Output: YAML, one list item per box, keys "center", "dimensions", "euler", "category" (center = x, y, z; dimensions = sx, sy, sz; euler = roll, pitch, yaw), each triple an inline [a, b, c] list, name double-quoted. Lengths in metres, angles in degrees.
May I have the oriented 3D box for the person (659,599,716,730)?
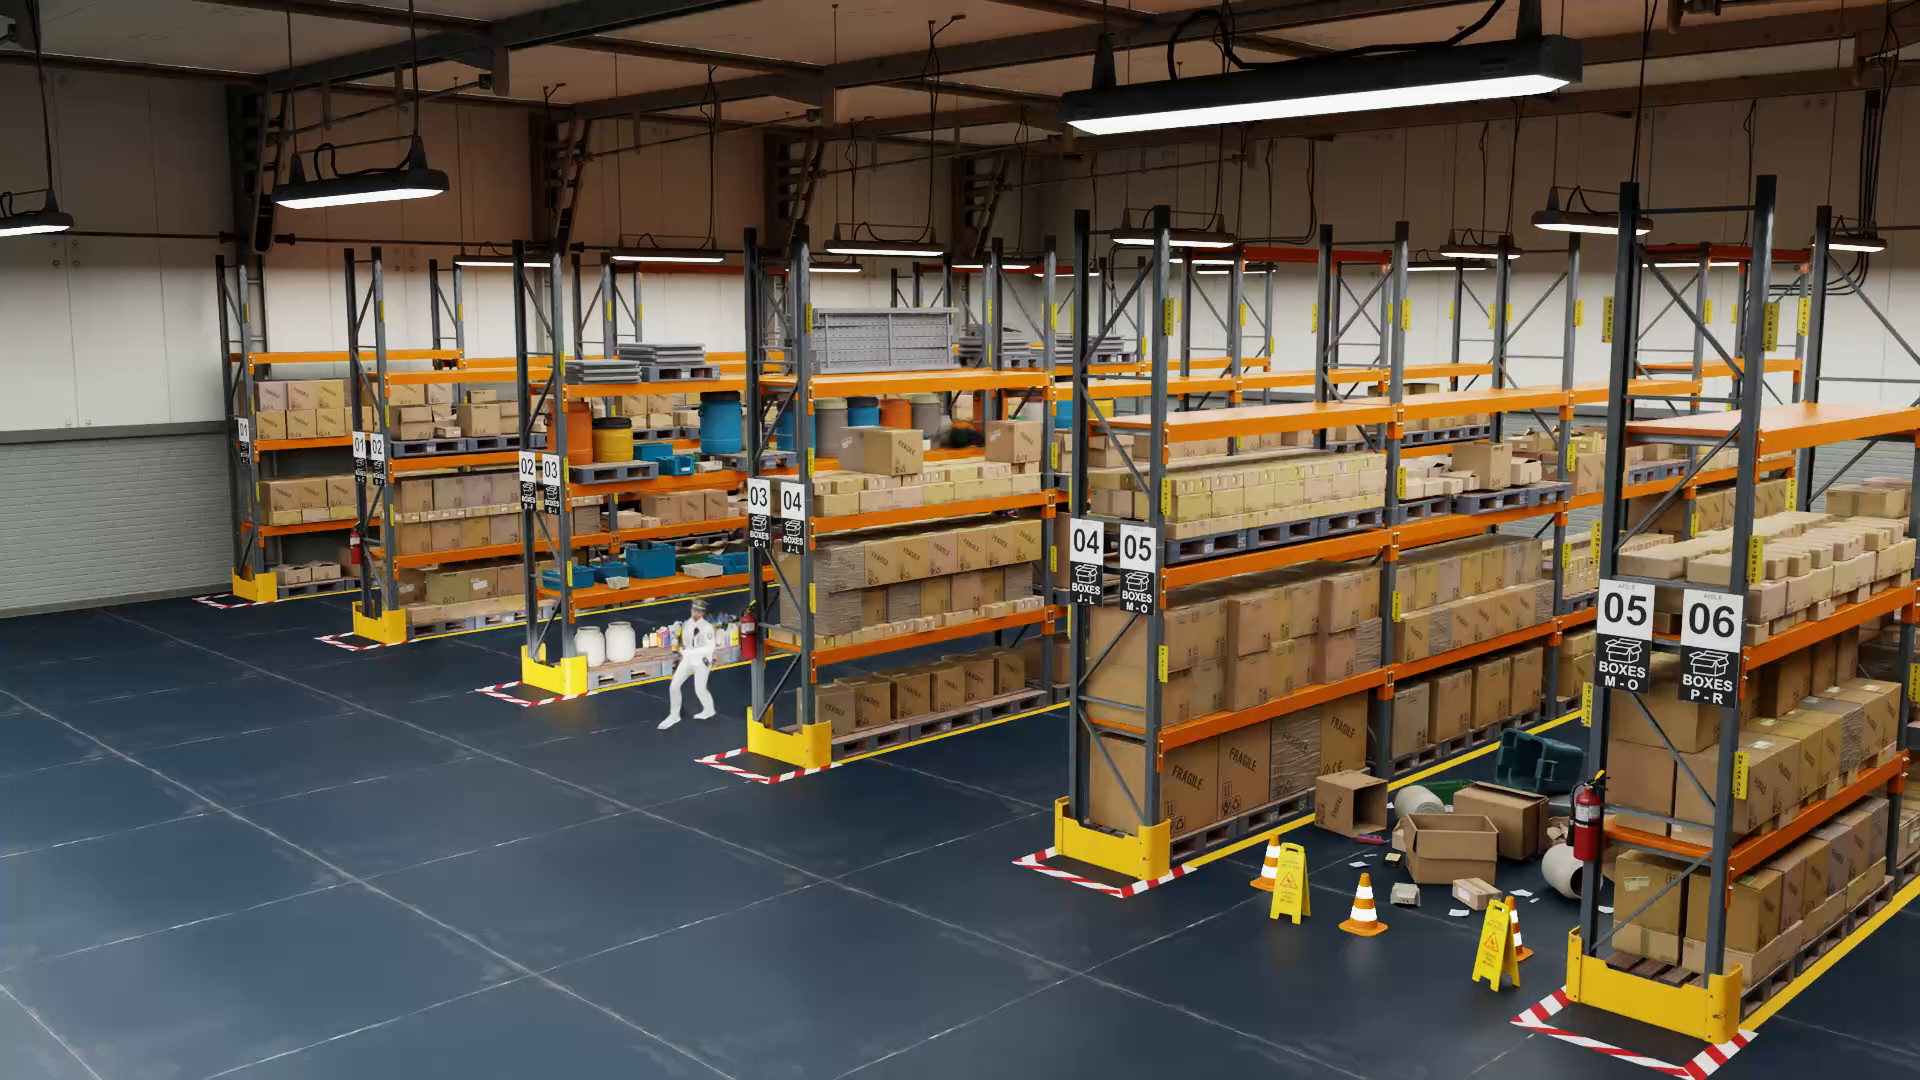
- center: [-3.193, 1.495, 20.322]
  dimensions: [0.771, 1.644, 0.712]
  euler: [6, 10, 36]
  category: "person"

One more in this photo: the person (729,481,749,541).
- center: [-4.379, -0.410, 33.588]
  dimensions: [0.621, 1.648, 0.595]
  euler: [-8, 11, -44]
  category: "person"
